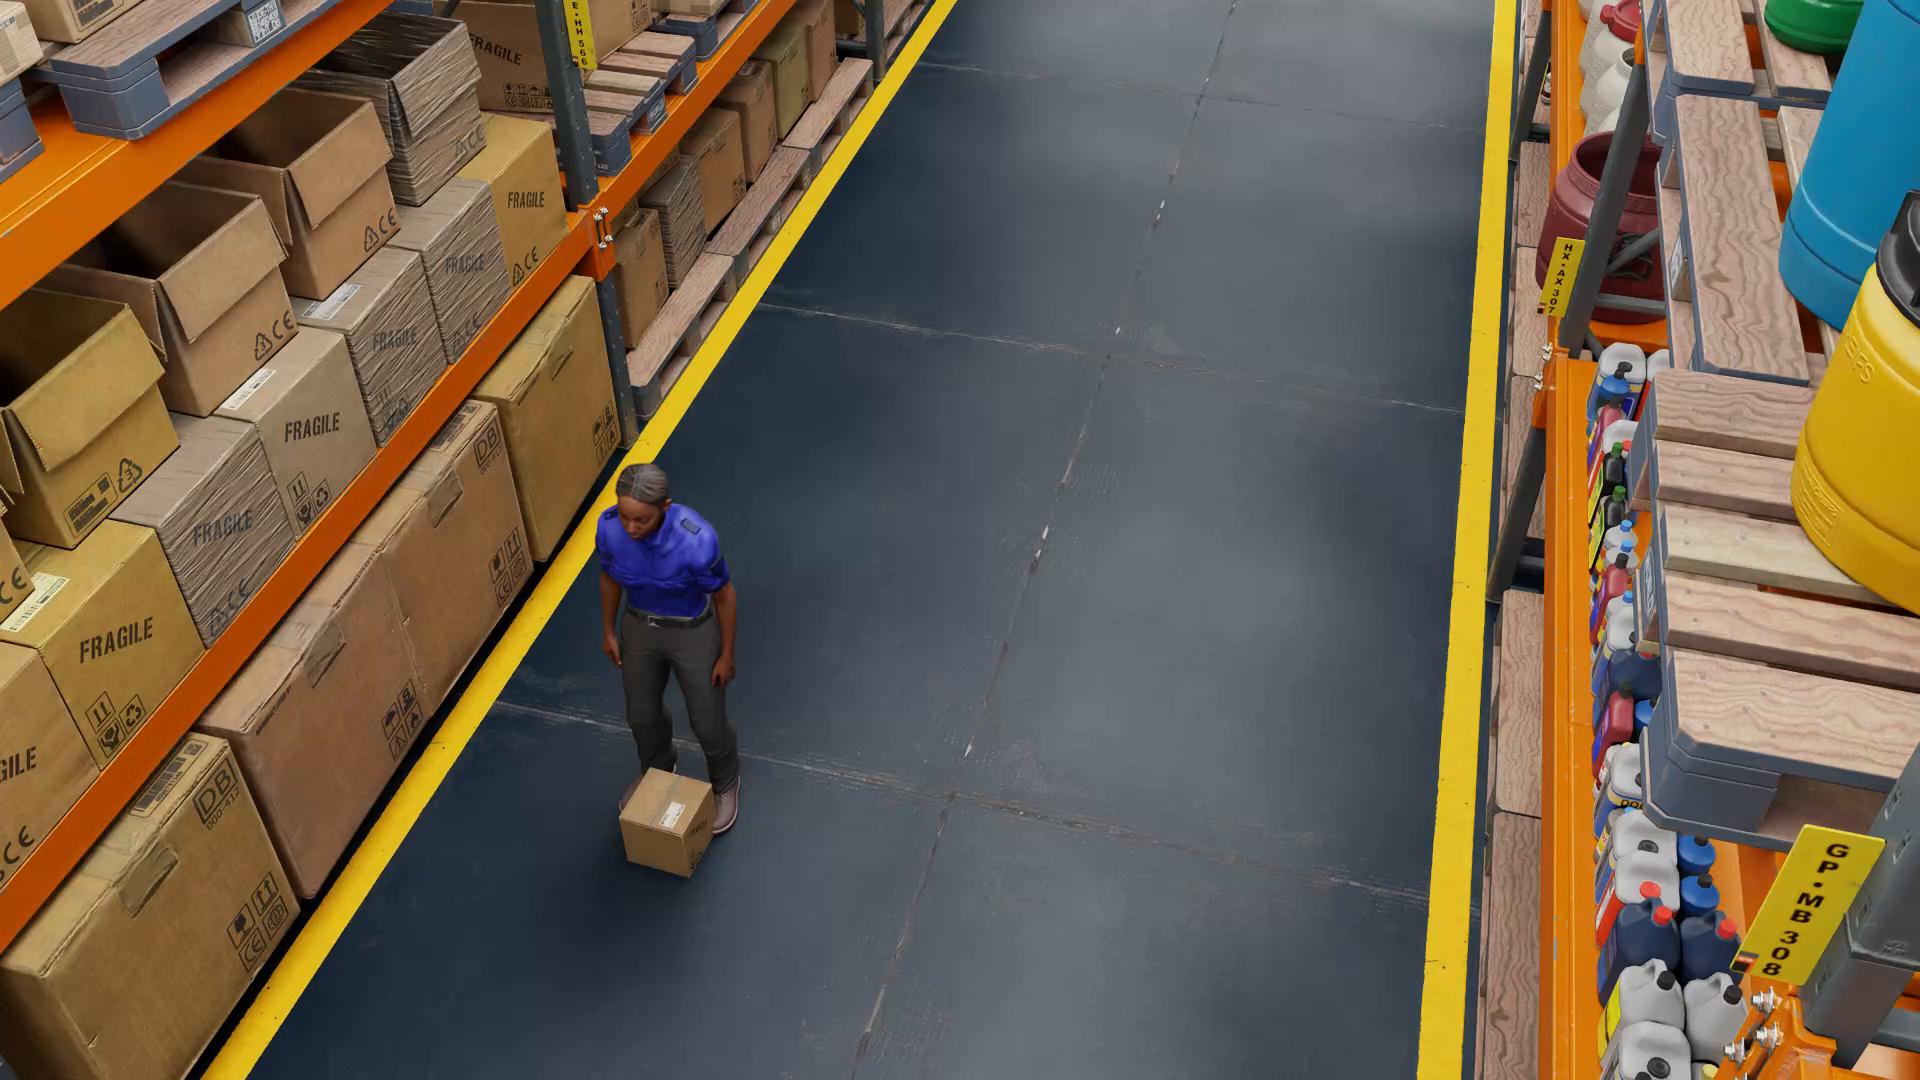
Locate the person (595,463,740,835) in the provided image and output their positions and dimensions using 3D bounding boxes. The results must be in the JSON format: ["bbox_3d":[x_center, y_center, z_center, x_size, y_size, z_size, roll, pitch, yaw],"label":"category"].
[{"bbox_3d":[-1.008,0.350,5.763,0.508,1.655,0.349,10,42,11],"label":"person"}]
